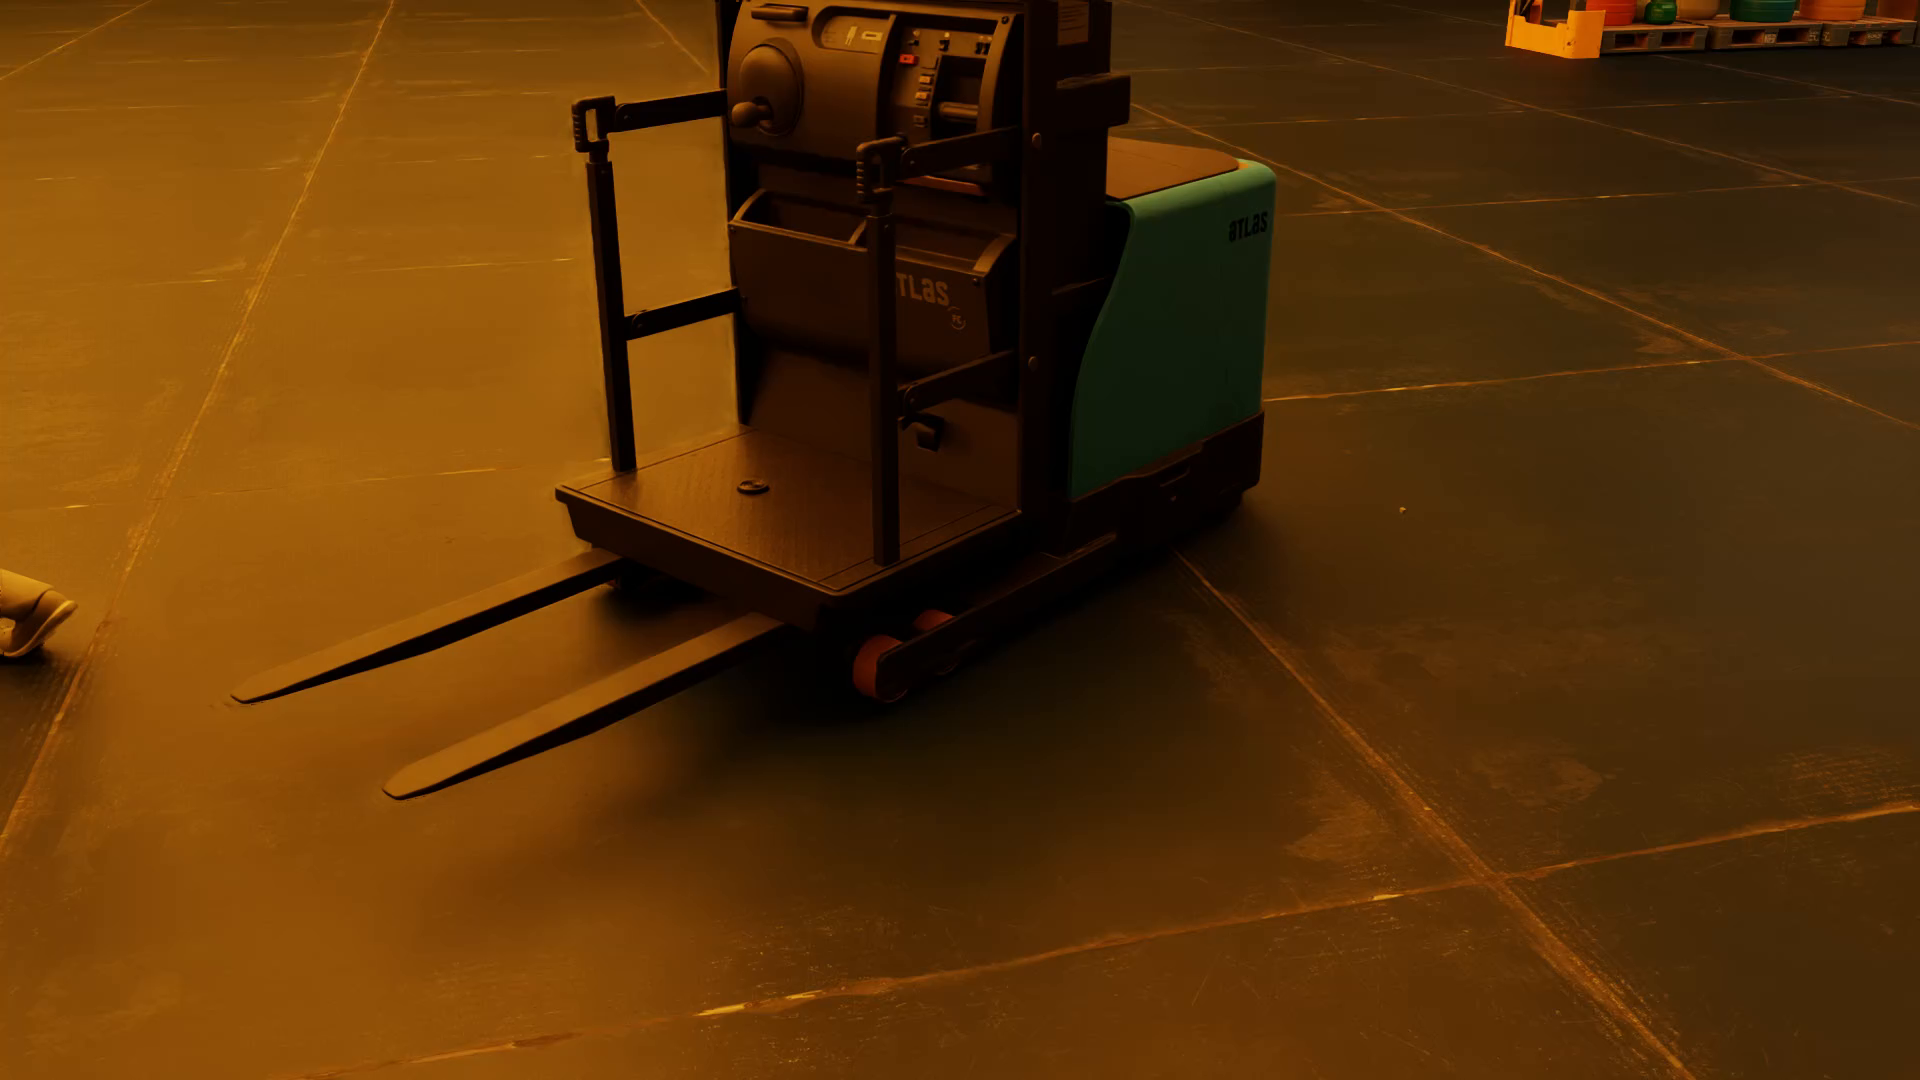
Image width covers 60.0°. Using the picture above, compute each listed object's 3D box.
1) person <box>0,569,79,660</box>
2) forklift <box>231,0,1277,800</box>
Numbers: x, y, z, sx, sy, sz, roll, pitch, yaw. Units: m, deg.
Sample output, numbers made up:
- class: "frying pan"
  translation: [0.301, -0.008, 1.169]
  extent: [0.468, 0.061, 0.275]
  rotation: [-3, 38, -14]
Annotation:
- class: "person"
  translation: [-2.618, -0.199, 3.773]
  extent: [0.885, 1.389, 0.964]
  rotation: [-9, 25, -20]
- class: "forklift"
  translation: [-0.380, -1.168, 4.055]
  extent: [1.130, 2.935, 3.031]
  rotation: [19, 29, 37]
